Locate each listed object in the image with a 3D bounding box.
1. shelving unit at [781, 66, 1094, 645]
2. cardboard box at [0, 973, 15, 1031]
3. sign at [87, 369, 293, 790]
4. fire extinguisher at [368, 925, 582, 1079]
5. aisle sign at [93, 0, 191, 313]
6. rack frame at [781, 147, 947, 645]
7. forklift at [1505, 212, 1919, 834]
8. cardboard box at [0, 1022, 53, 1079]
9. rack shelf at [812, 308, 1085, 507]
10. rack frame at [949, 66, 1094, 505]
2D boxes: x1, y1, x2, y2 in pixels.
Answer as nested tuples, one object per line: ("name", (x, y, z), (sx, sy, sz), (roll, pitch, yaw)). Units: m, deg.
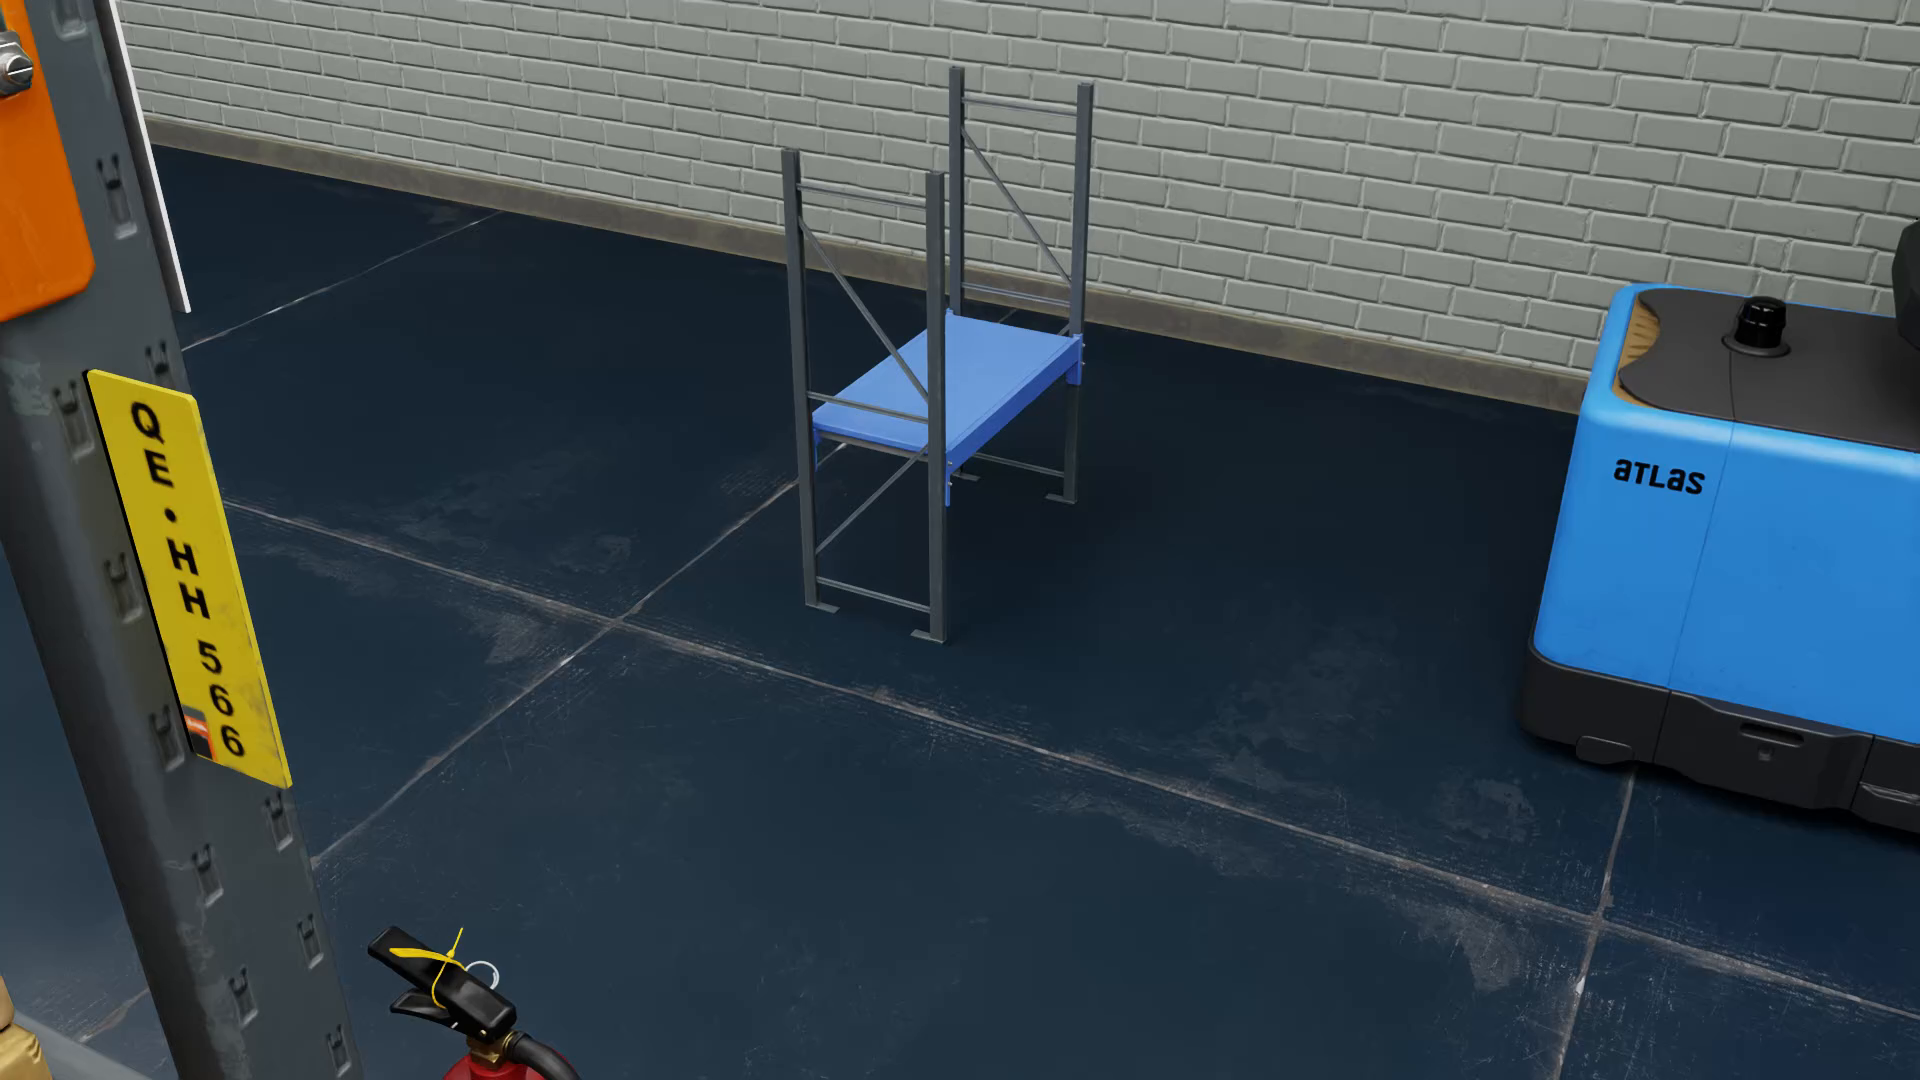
("shelving unit", (-0.039, -0.613, 5.311), (0.538, 1.500, 1.048), (14, 33, 23))
("cardboard box", (-1.022, 0.194, 0.997), (0.500, 0.500, 0.500), (14, 33, 22))
("sign", (-0.550, 0.036, 1.195), (0.100, 0.325, 0.005), (14, 33, 23))
("fire extinguisher", (-0.509, 0.729, 1.921), (0.296, 0.674, 0.183), (14, 33, 23))
("aisle sign", (-0.734, -0.551, 1.087), (0.394, 0.787, 0.004), (14, 33, 23))
("rack frame", (-0.270, -0.387, 4.918), (0.500, 1.500, 0.032), (14, 33, 23))
("forklift", (3.116, -0.608, 3.866), (3.031, 2.935, 1.130), (13, 32, 21))
("cardboard box", (-1.010, 0.626, 1.249), (0.500, 0.500, 0.500), (15, 33, 24))
("rack shelf", (-0.039, -0.457, 5.400), (0.538, 0.185, 1.000), (14, 33, 23))
("rack frame", (0.193, -0.838, 5.703), (0.500, 1.500, 0.032), (14, 33, 23))
